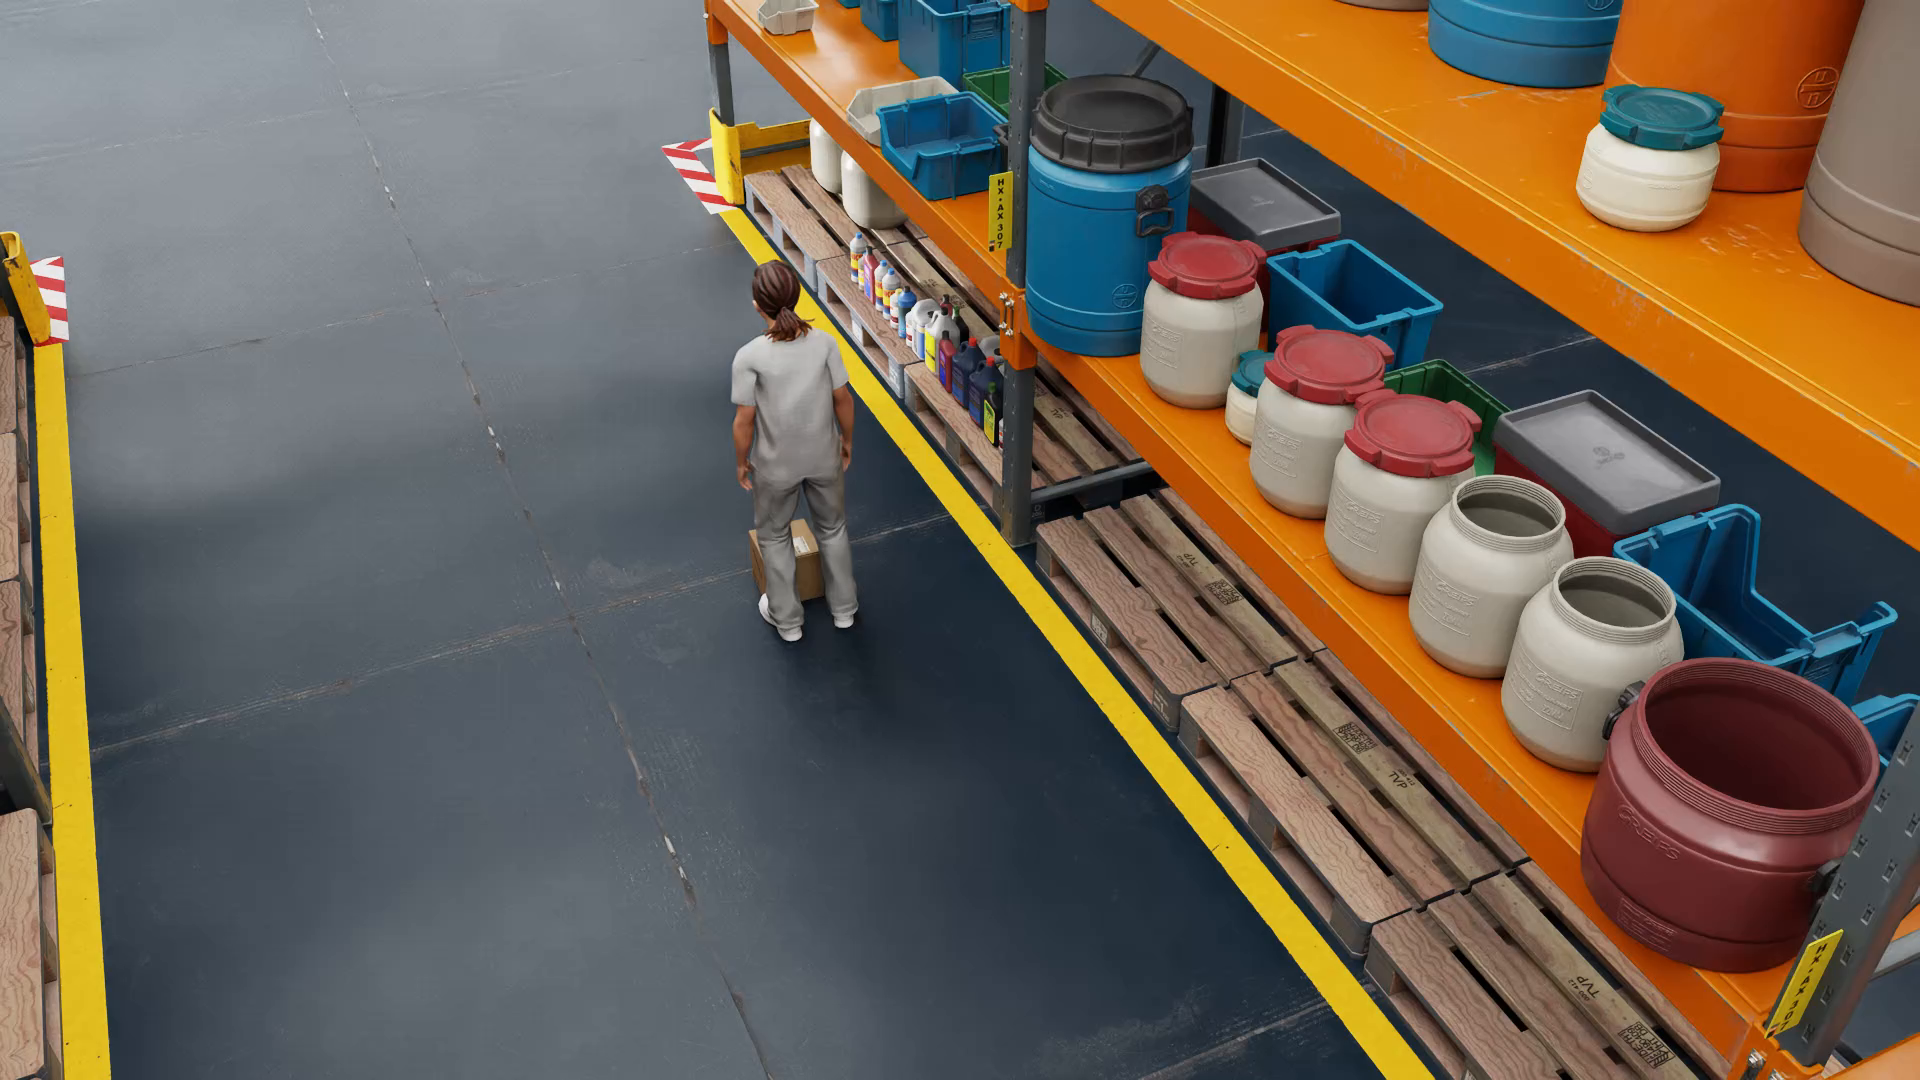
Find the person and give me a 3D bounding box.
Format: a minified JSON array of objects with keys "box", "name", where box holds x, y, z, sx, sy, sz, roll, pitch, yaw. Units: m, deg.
[{"box":[-0.651,-0.324,6.576,0.484,1.672,0.360,-13,39,-16],"name":"person"}]
